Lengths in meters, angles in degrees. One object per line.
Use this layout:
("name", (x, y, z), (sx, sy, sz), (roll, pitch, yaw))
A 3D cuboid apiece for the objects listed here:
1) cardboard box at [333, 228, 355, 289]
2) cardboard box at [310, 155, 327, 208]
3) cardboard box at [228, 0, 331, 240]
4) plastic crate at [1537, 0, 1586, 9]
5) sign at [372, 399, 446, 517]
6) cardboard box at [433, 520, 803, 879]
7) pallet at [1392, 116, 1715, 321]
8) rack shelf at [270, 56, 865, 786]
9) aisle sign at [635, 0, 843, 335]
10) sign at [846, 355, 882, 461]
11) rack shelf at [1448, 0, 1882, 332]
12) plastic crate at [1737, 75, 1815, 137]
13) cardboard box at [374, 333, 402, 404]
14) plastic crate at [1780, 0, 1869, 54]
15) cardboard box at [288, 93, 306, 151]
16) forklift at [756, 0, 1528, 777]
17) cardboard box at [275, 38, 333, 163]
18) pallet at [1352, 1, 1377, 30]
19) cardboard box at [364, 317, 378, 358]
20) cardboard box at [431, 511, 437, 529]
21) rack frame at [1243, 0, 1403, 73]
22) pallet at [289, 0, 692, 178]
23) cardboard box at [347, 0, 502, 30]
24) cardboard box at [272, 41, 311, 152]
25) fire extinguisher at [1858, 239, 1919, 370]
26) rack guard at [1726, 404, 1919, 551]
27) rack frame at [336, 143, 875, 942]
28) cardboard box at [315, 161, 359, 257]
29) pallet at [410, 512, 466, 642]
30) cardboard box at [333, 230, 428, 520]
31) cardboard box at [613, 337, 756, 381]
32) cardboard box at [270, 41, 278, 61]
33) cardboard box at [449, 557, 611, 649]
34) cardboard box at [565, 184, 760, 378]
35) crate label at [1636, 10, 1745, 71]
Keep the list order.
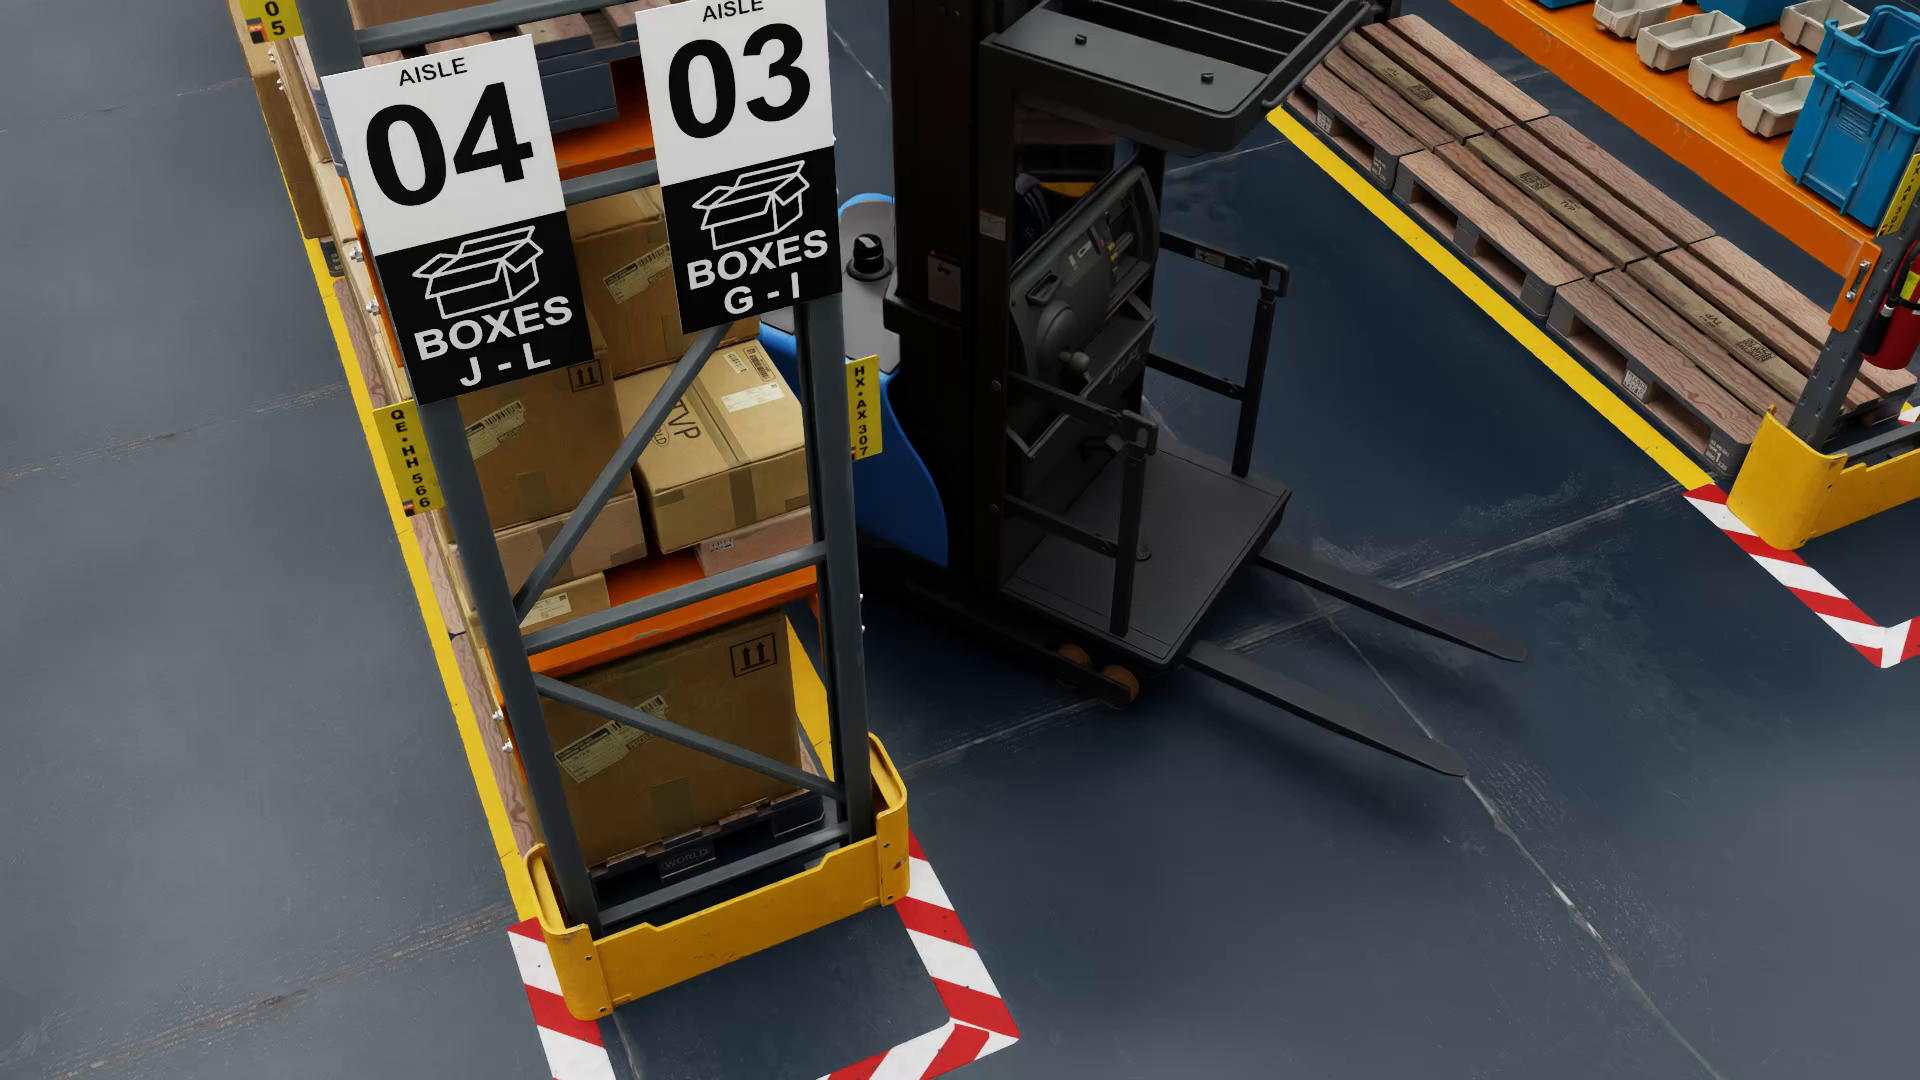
("cardboard box", (-1.960, -1.019, 5.826), (0.380, 0.149, 0.250), (-19, 48, -19))
("cardboard box", (-2.176, -1.347, 6.158), (0.380, 0.149, 0.250), (-19, 48, -18))
("cardboard box", (-2.727, -2.183, 8.041), (1.225, 0.875, 0.875), (-18, 47, -17))
("plastic crate", (2.640, -2.497, 7.221), (0.416, 0.233, 0.300), (-18, 47, -17))
("sign", (-1.256, -0.184, 3.808), (0.100, 0.325, 0.005), (-18, 47, -17))
("cardboard box", (-1.100, 0.383, 5.440), (0.875, 0.875, 0.875), (-18, 47, -17))
("pallet", (2.915, -1.623, 8.244), (1.003, 0.211, 1.213), (-18, 47, -17))
("rack shelf", (-1.599, -0.858, 5.996), (1.077, 0.370, 4.000), (-18, 47, -17))
("aisle sign", (-0.456, -0.807, 3.582), (0.394, 0.787, 0.004), (-18, 47, -17))
("sign", (-0.252, -0.336, 4.282), (0.100, 0.325, 0.005), (-18, 47, -17))
("rack shelf", (2.895, -2.320, 7.478), (1.077, 0.370, 4.000), (-18, 47, -17))
("plastic crate", (3.229, -1.696, 6.478), (0.396, 0.136, 0.243), (-18, 47, -17))
("cardboard box", (-1.415, -0.446, 4.961), (0.500, 0.250, 0.500), (-19, 48, -18))
("plastic crate", (3.586, -2.145, 6.933), (0.250, 0.136, 0.298), (-18, 47, -17))
("cardboard box", (-2.395, -1.677, 6.493), (0.380, 0.149, 0.250), (-17, 47, -16))
("forklift", (0.603, -0.851, 5.526), (3.031, 2.935, 1.130), (24, 49, 22))
("cardboard box", (-2.047, -1.681, 5.679), (0.500, 0.500, 0.500), (-19, 48, -19))
("pallet", (1.767, -3.362, 10.007), (1.003, 0.211, 1.213), (-18, 47, -17))
("cardboard box", (-1.747, -0.695, 5.498), (0.380, 0.149, 0.250), (-18, 47, -17))
("cardboard box", (-1.422, -0.206, 5.002), (0.380, 0.149, 0.250), (-18, 47, -17))
("rack frame", (2.054, -3.851, 8.517), (1.000, 3.000, 0.127), (-18, 47, -17))
("pallet", (-1.079, -1.345, 3.905), (1.003, 0.211, 1.213), (-18, 47, -17))
("cardboard box", (-1.025, -1.443, 3.500), (0.700, 0.500, 0.500), (-21, 48, -20))
("cardboard box", (-2.275, -1.746, 6.278), (0.500, 0.250, 0.500), (-18, 47, -18))
("fire extinguisher", (3.387, -0.911, 5.859), (0.296, 0.674, 0.183), (-18, 47, -17))
("rack guard", (3.758, -0.401, 6.800), (1.175, 0.500, 0.348), (-18, 47, -17))
("rack frame", (-0.758, 0.161, 4.451), (1.000, 3.000, 0.127), (-18, 47, -17))
("cardboard box", (-1.852, -1.101, 5.625), (0.500, 0.250, 0.500), (-18, 47, -17))
("pallet", (-1.674, -0.109, 6.711), (1.003, 0.211, 1.213), (-18, 47, -17))
("cardboard box", (-1.857, -0.764, 6.602), (0.875, 0.875, 0.875), (-18, 47, -17))
("cardboard box", (-0.939, -0.607, 5.124), (0.500, 0.250, 0.500), (-19, 48, -18))
("cardboard box", (-2.617, -2.012, 6.832), (0.380, 0.149, 0.250), (-18, 47, -17))
("cardboard box", (-1.207, 0.120, 4.671), (0.380, 0.149, 0.250), (-17, 47, -17))
("cardboard box", (-0.925, -0.863, 4.850), (0.500, 0.500, 0.500), (-19, 48, -18))
("crate label", (2.981, -2.055, 6.842), (0.396, 0.136, 0.243), (-18, 47, -17))
